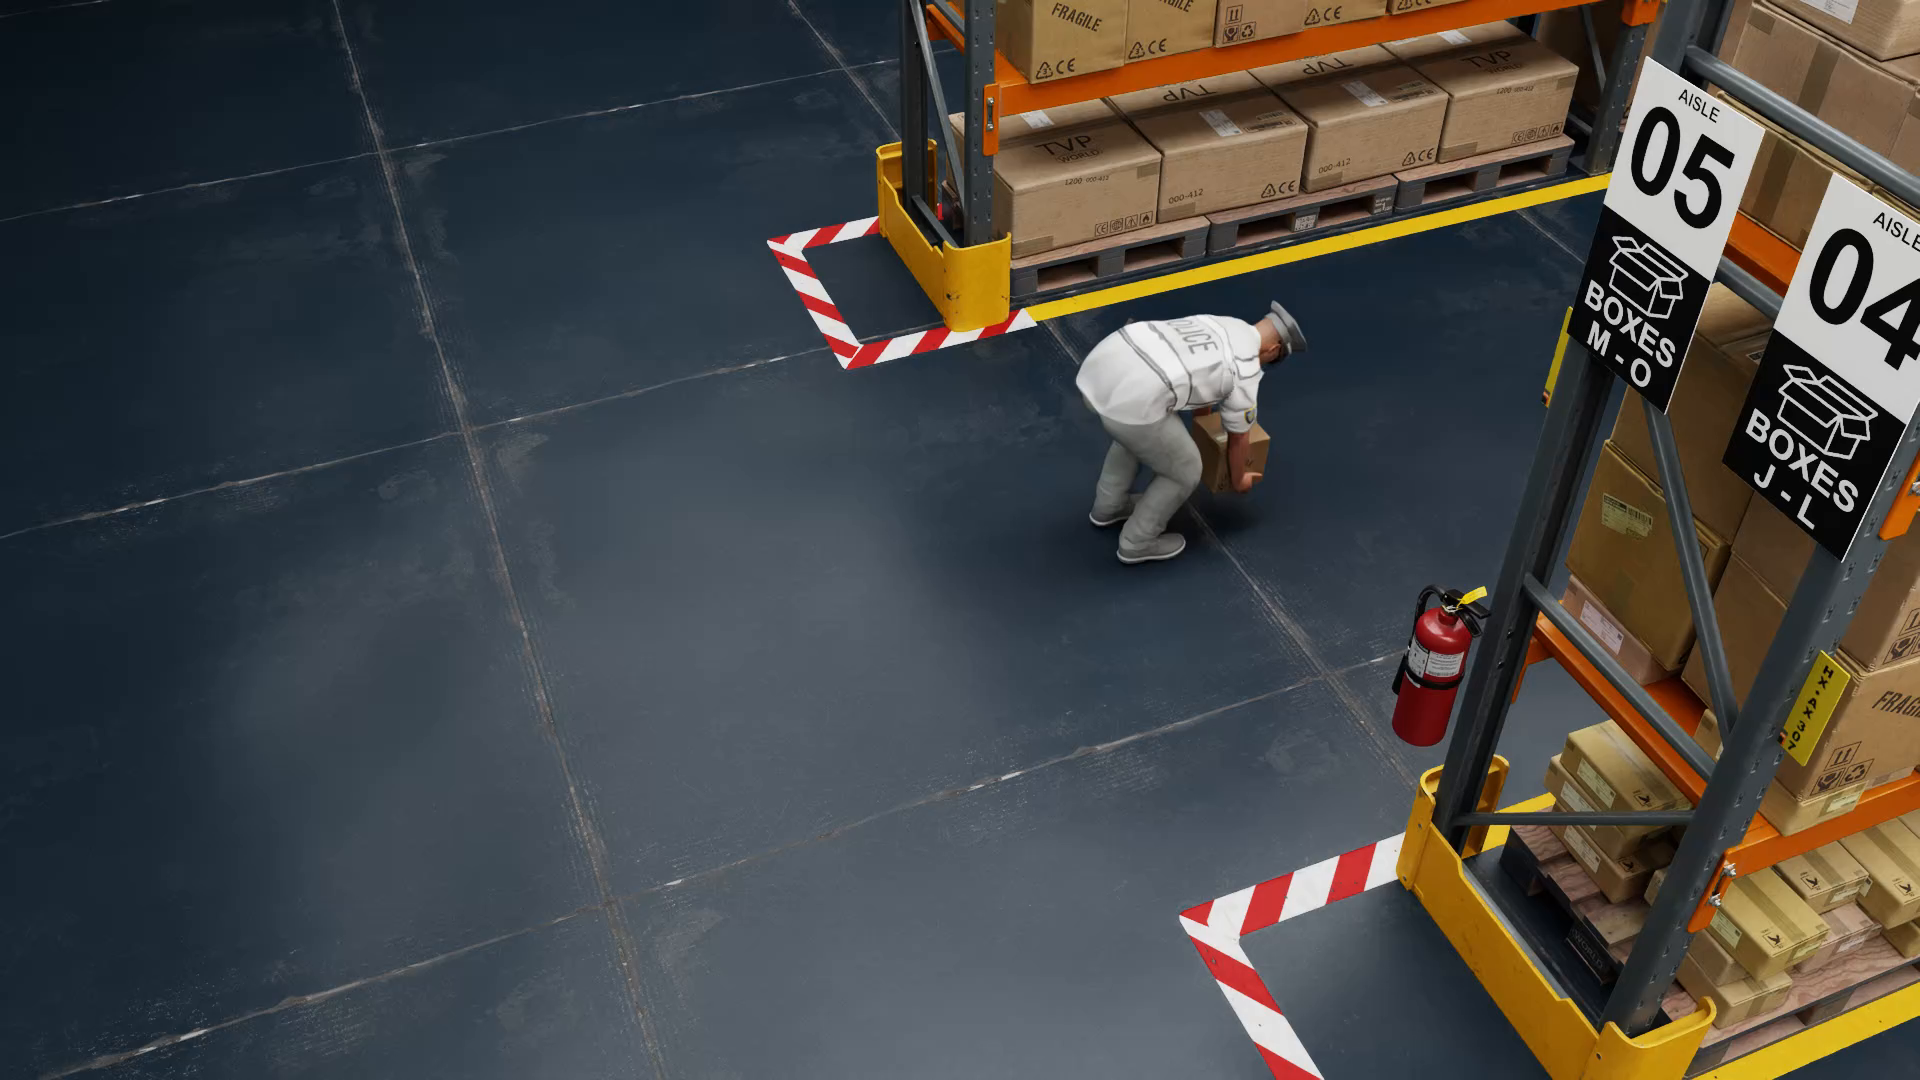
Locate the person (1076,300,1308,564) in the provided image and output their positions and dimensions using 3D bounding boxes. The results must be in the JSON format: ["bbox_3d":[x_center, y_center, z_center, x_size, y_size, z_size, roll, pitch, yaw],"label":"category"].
[{"bbox_3d":[0.999,-0.495,7.215,1.045,1.091,0.509,-17,44,-18],"label":"person"}]
